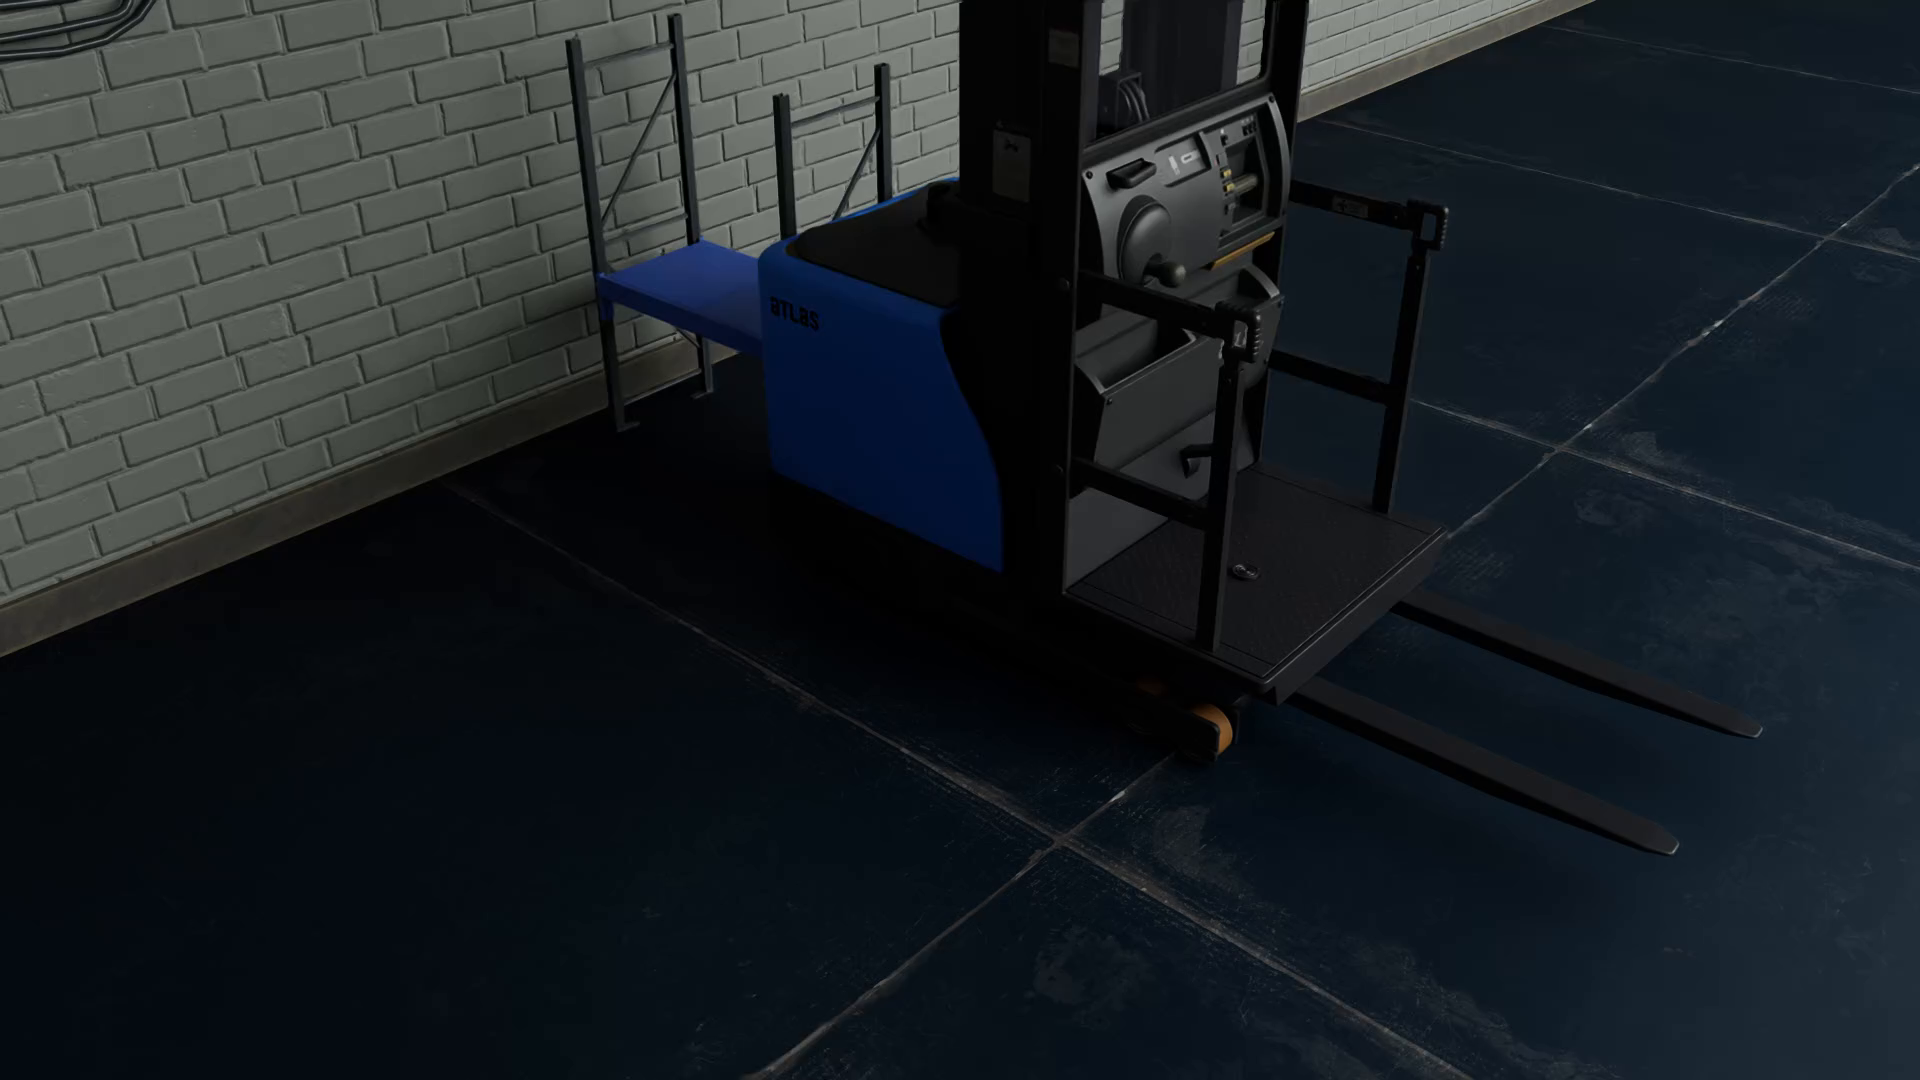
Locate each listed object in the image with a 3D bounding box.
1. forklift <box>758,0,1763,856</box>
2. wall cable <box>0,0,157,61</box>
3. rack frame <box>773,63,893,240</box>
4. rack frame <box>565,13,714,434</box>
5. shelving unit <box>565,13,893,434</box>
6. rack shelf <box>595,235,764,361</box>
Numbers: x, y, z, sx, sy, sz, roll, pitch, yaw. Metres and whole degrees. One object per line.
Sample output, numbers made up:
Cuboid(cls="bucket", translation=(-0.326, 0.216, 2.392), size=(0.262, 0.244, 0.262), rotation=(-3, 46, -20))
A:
Cuboid(cls="forklift", translation=(0.798, -0.936, 4.463), size=(3.031, 2.935, 1.130), rotation=(24, 38, 34))
Cuboid(cls="wall cable", translation=(-3.252, -1.981, 3.327), size=(0.112, 2.526, 3.097), rotation=(25, 39, 35))
Cuboid(cls="rack frame", translation=(-0.402, -0.815, 5.649), size=(0.032, 1.500, 0.500), rotation=(24, 38, 34))
Cuboid(cls="rack frame", translation=(-1.174, -1.156, 6.216), size=(0.032, 1.500, 0.500), rotation=(24, 38, 34))
Cuboid(cls="shelving unit", translation=(-0.788, -0.985, 5.933), size=(1.048, 1.500, 0.538), rotation=(24, 38, 34))
Cuboid(cls="rack shelf", translation=(-0.788, -0.831, 6.025), size=(1.000, 0.185, 0.538), rotation=(24, 38, 34))
